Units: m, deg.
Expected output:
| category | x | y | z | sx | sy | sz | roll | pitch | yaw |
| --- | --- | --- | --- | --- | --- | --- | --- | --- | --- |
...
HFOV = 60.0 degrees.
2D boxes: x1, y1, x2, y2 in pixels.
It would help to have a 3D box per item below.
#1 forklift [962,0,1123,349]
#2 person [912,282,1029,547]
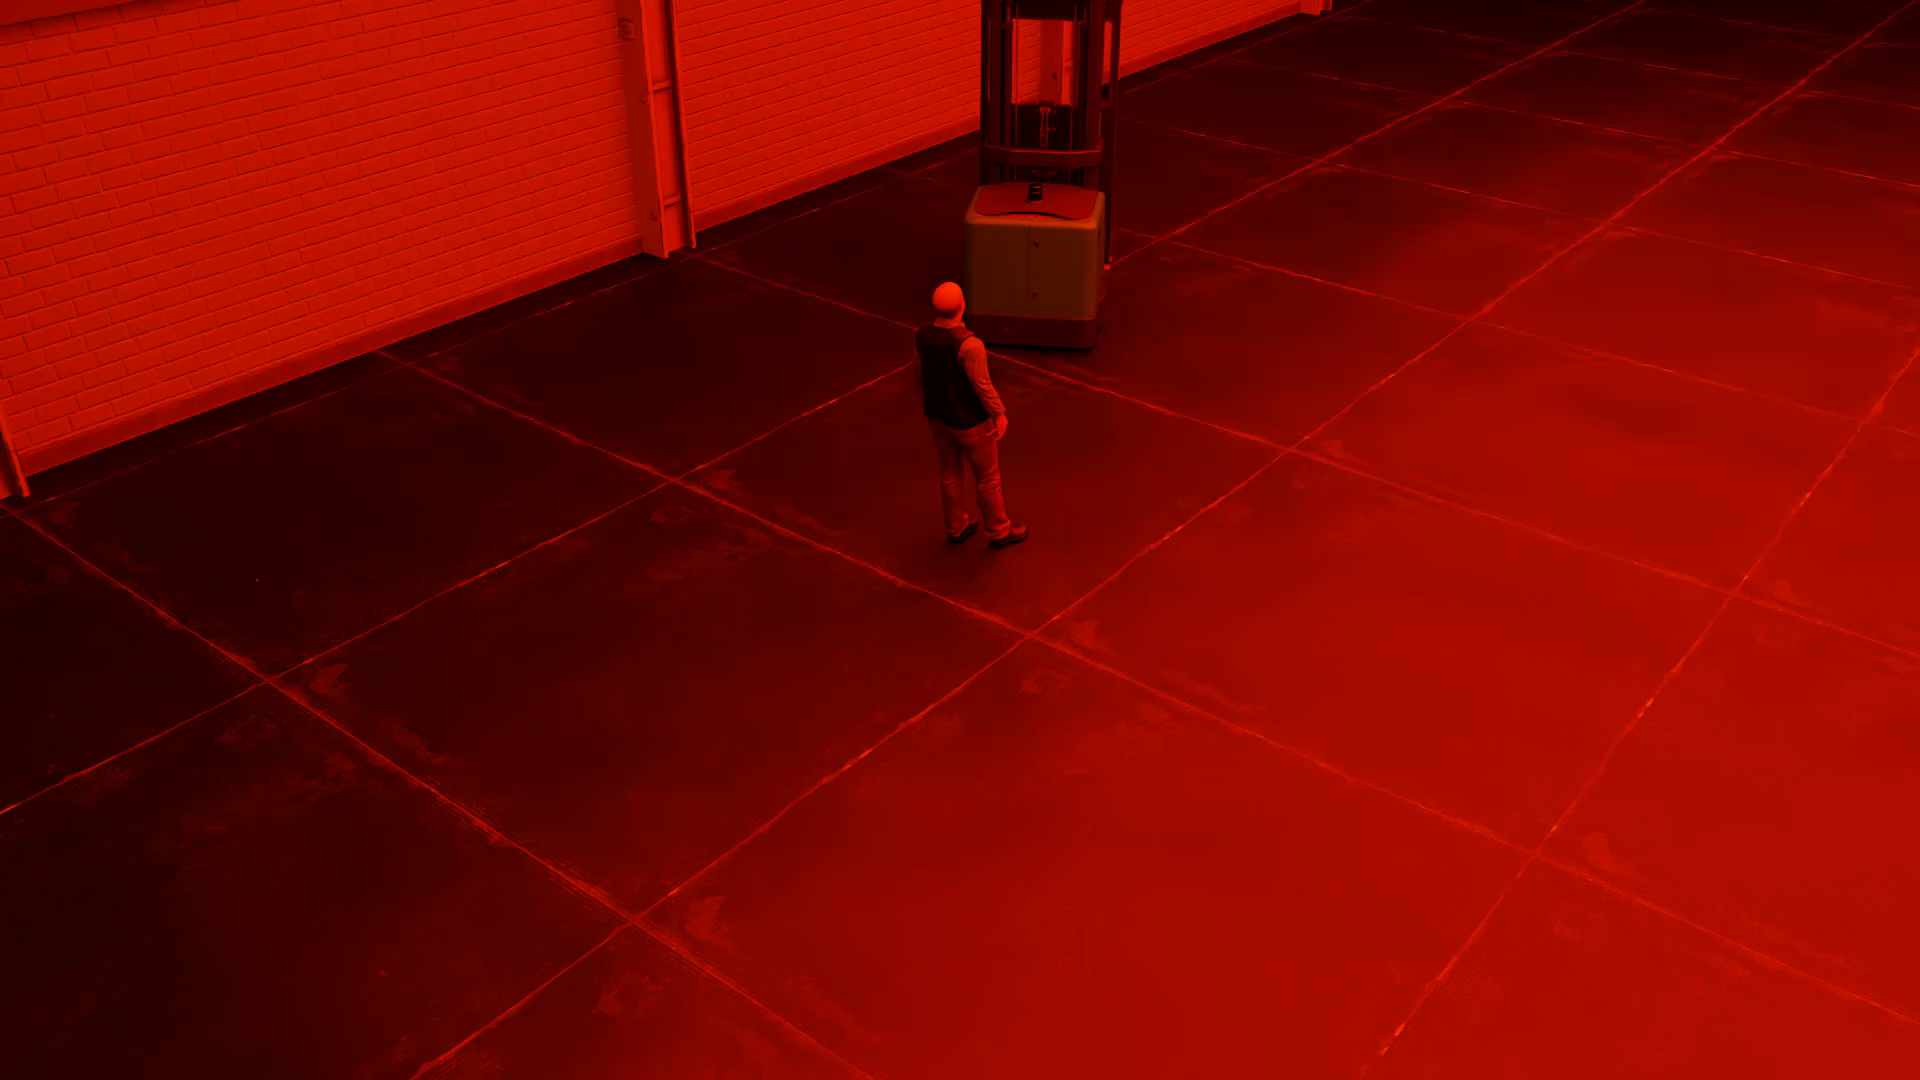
| category | x | y | z | sx | sy | sz | roll | pitch | yaw |
| --- | --- | --- | --- | --- | --- | --- | --- | --- | --- |
| forklift | 0.744 | -3.474 | 13.540 | 1.130 | 2.935 | 3.031 | 4 | 31 | 7 |
| person | 0.045 | -0.772 | 10.100 | 0.633 | 1.722 | 0.566 | 22 | 37 | 33 |
